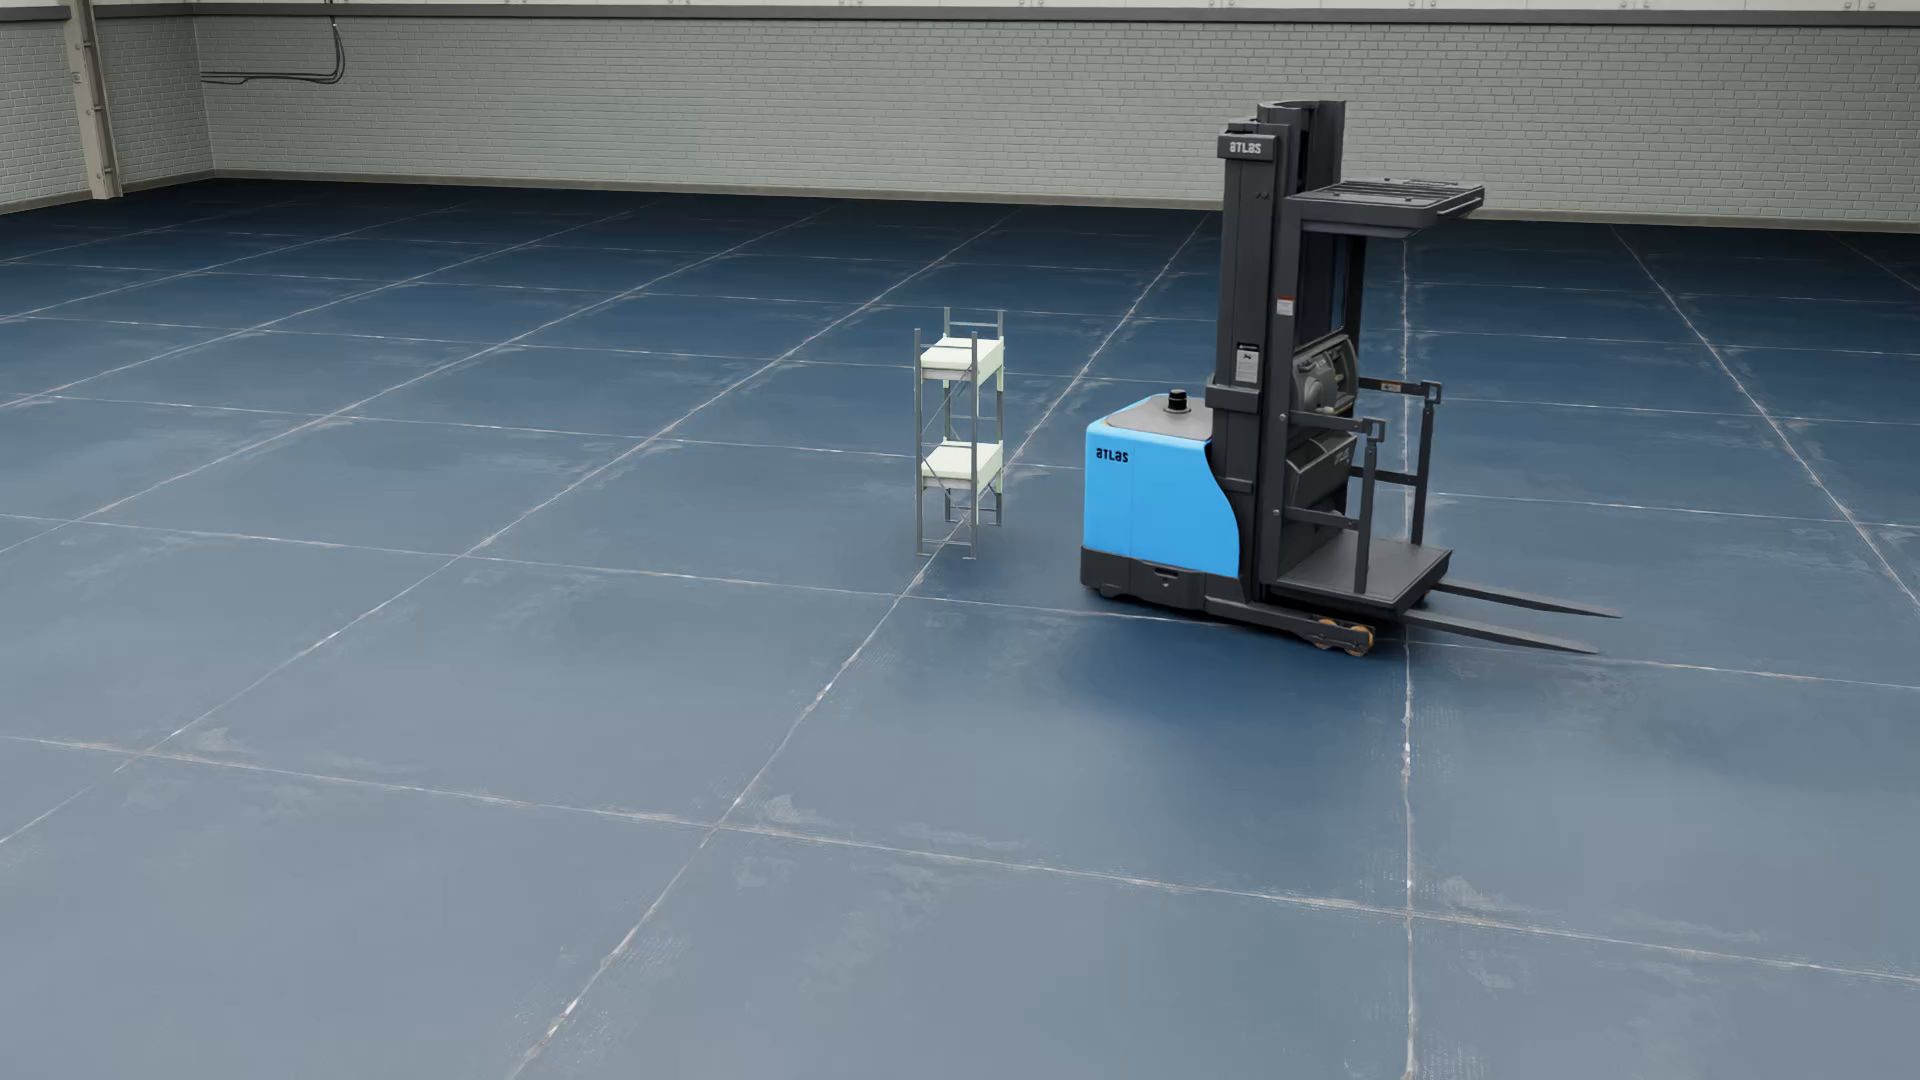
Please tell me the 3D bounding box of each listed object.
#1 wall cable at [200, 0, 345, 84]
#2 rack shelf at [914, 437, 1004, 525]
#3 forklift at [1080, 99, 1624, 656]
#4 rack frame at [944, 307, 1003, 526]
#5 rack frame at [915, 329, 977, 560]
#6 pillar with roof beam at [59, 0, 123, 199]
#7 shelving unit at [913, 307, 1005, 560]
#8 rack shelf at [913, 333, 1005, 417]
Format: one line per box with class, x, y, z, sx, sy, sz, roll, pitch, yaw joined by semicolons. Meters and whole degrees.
wall cable;-12.449;-9.414;29.630;3.097;2.526;0.112;5;19;13
rack shelf;0.002;-0.403;11.057;0.431;0.370;0.720;5;19;13
forklift;2.256;-0.934;9.388;3.031;2.935;1.130;12;22;31
rack frame;0.091;-0.827;11.287;0.400;1.500;0.023;5;19;13
rack frame;-0.088;-0.597;10.615;0.400;1.500;0.023;5;19;13
pillar with roof beam;-10.276;-9.724;25.735;9.100;9.000;0.400;5;19;13
shelving unit;0.002;-0.712;10.951;0.431;1.500;0.755;5;19;13
rack shelf;0.002;-1.081;10.825;0.431;0.370;0.720;5;19;13
